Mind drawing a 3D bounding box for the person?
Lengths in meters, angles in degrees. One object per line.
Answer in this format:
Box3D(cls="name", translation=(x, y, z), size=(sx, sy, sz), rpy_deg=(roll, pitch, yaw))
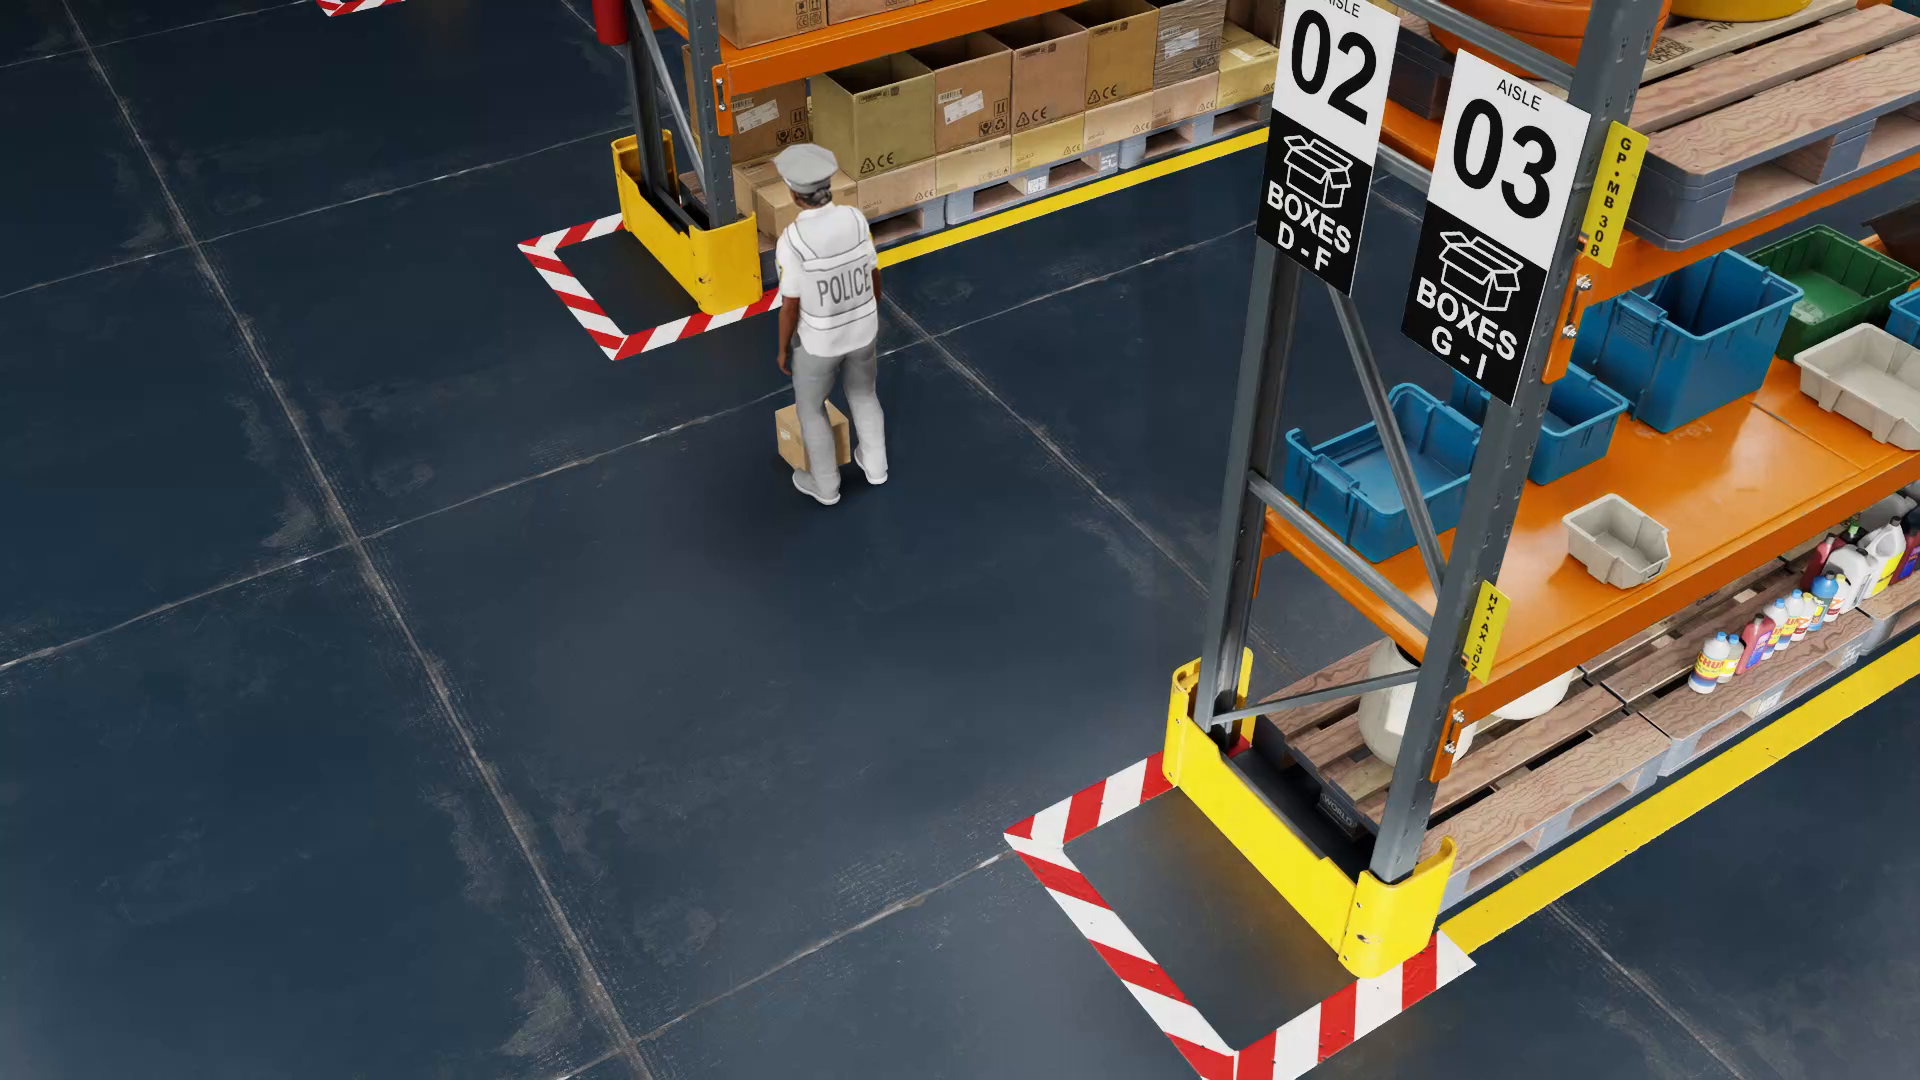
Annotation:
Box3D(cls="person", translation=(-0.555, -0.889, 7.184), size=(0.515, 1.654, 0.400), rpy_deg=(-23, 46, -24))
